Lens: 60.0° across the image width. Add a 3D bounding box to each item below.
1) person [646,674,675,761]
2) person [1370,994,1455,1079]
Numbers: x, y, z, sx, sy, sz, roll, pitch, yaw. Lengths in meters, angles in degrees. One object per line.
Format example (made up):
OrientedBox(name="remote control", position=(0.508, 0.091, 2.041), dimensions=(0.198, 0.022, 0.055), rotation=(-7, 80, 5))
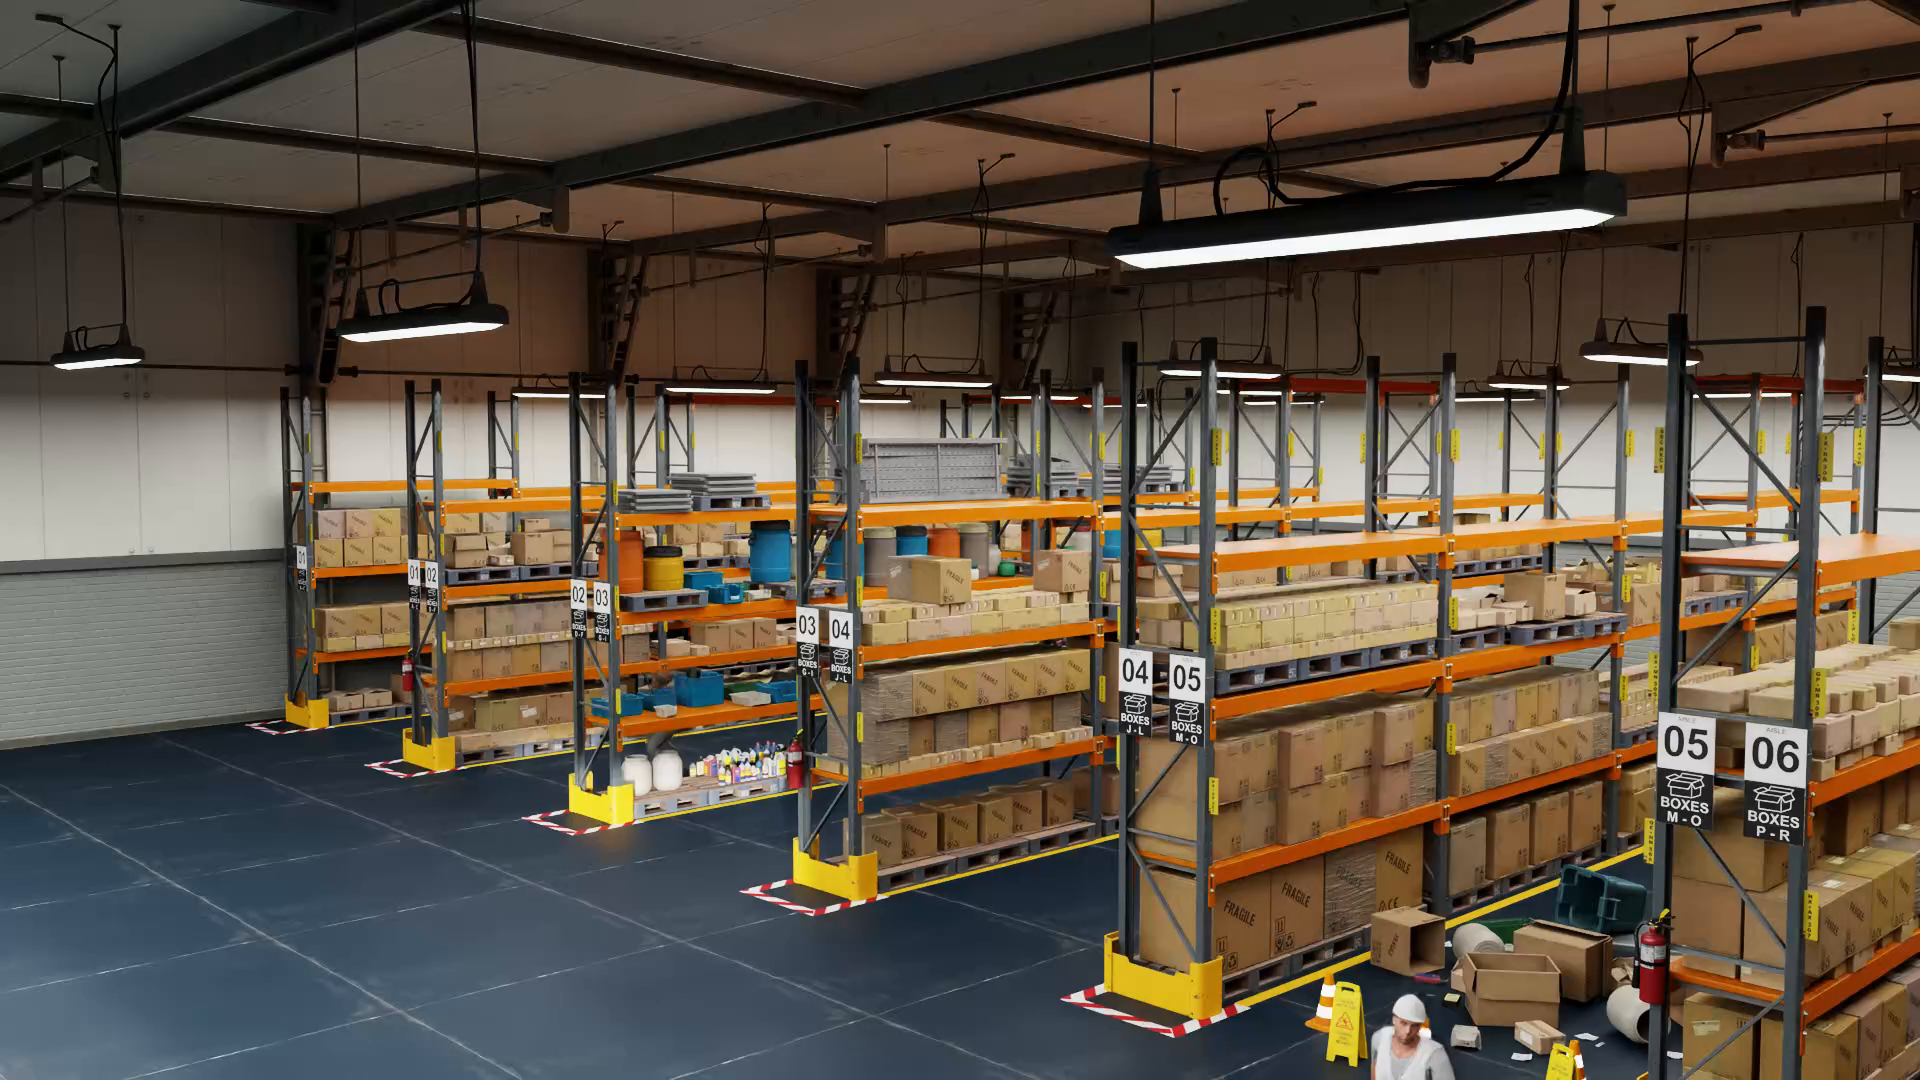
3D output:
OrientedBox(name="person", position=(-4.479, 2.793, 25.088), dimensions=(0.452, 1.600, 0.891), rotation=(0, 4, 0))
OrientedBox(name="person", position=(2.746, 3.632, 10.283), dimensions=(0.654, 1.735, 0.803), rotation=(2, 4, 31))
